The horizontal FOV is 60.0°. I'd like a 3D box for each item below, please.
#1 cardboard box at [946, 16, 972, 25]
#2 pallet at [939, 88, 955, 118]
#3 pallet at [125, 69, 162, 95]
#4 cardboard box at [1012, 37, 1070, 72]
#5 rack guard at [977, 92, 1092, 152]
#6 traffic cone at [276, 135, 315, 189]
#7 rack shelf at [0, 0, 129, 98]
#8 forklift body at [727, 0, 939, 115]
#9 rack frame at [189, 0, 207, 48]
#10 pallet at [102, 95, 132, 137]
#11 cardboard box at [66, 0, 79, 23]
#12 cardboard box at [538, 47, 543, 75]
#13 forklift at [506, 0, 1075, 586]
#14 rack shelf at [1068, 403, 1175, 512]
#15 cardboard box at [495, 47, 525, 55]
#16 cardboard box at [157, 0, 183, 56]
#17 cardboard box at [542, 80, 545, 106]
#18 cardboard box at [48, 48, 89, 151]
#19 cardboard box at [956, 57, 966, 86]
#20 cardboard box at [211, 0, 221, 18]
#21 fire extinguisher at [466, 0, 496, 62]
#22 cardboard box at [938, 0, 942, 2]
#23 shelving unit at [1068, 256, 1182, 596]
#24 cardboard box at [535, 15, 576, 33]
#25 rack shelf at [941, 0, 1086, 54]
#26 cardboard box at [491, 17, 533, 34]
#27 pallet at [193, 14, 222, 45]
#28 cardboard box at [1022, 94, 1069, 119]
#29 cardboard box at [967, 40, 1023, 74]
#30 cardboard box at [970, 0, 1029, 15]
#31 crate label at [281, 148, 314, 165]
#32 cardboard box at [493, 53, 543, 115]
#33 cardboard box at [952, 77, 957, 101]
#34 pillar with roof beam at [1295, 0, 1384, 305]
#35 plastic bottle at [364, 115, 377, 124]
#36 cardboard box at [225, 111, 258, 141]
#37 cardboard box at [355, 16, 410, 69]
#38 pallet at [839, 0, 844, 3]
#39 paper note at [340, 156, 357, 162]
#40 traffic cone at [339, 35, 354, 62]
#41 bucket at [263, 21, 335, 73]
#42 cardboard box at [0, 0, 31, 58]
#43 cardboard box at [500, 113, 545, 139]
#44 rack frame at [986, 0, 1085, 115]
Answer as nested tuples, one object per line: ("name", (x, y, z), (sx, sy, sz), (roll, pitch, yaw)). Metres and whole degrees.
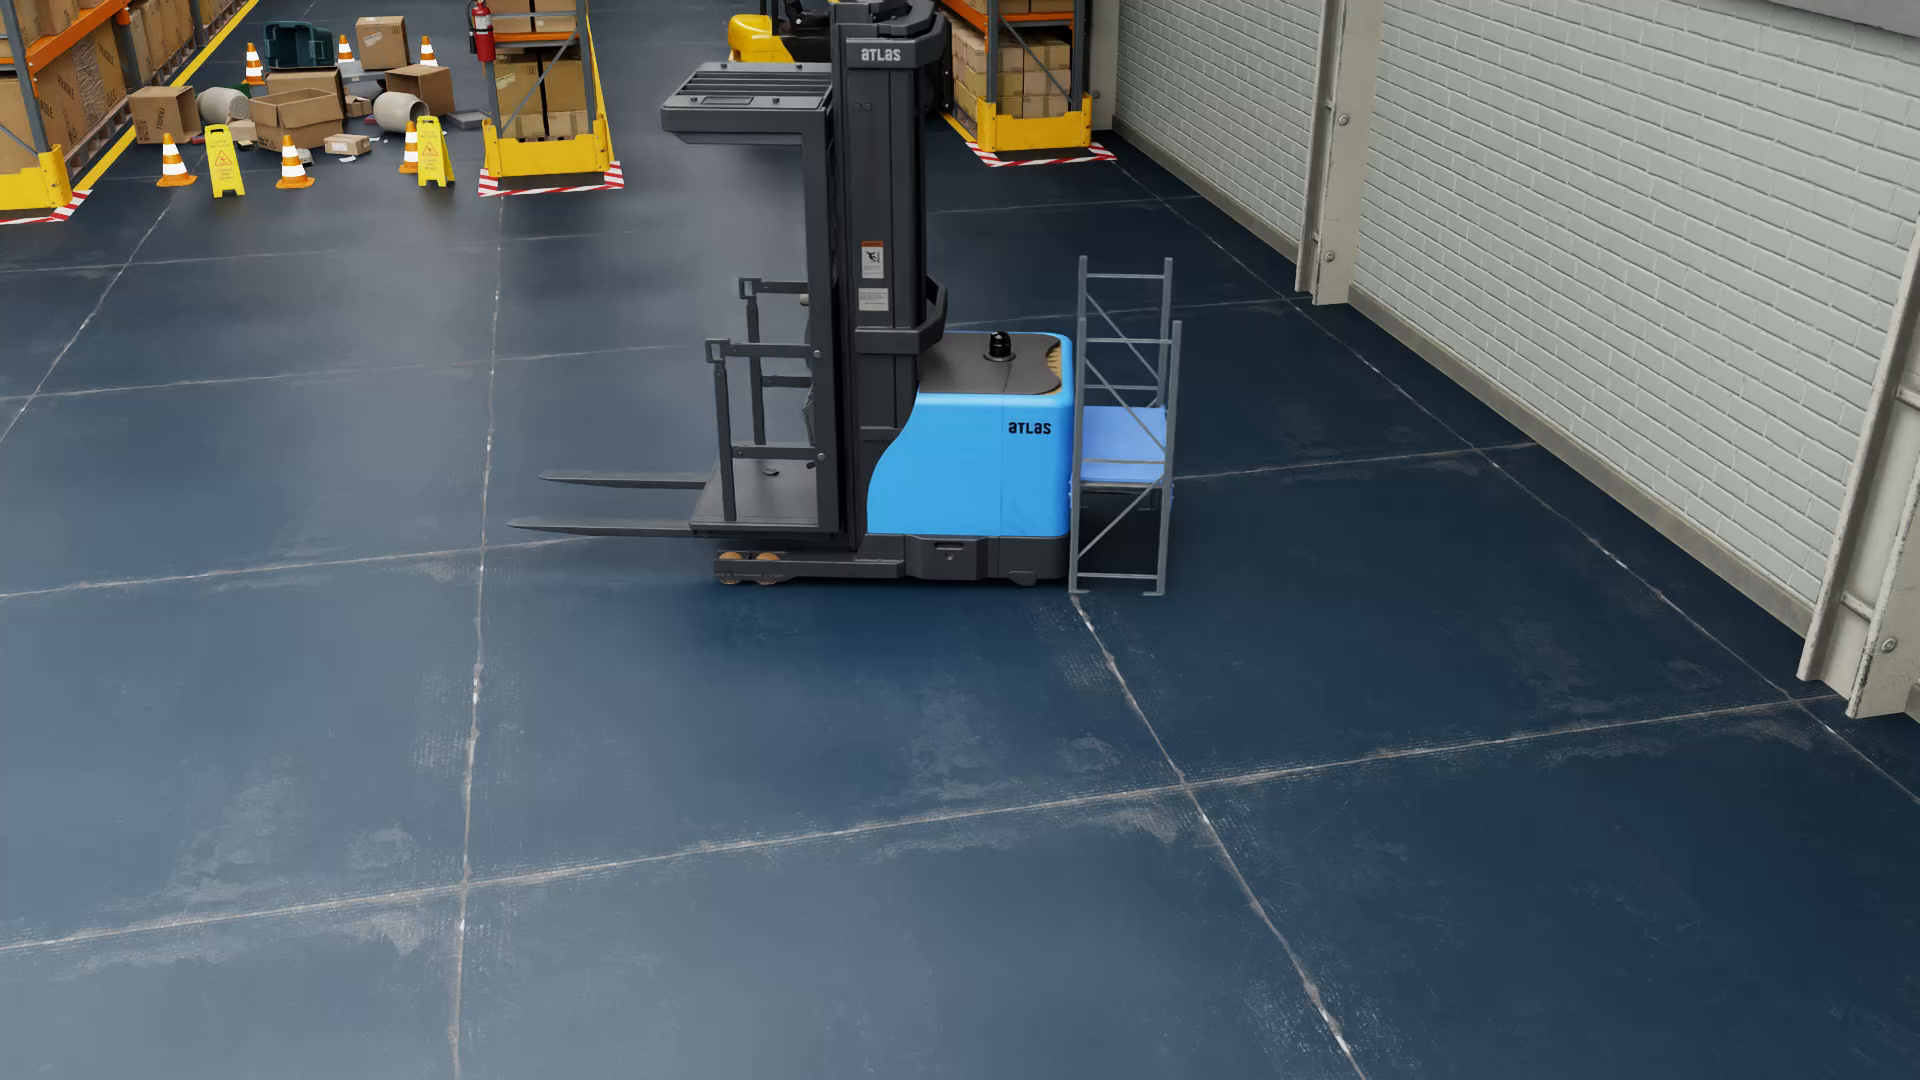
("cardboard box", (0.014, -5.736, 18.762), (0.500, 0.250, 0.500), (-7, 28, -13))
("pallet", (0.288, -5.113, 19.146), (1.003, 0.211, 1.213), (-6, 27, -12))
("pallet", (-10.011, -5.282, 19.480), (1.003, 0.211, 1.213), (-6, 27, -12))
("cardboard box", (0.849, -5.129, 17.558), (0.500, 0.250, 0.500), (-6, 27, -12))
("rack guard", (0.778, -4.366, 17.345), (1.175, 0.500, 0.348), (-6, 27, -12))
("traffic cone", (-6.421, -3.650, 15.968), (0.336, 0.463, 0.334), (-6, 27, -12))
("rack shelf", (-9.313, -4.996, 16.618), (1.077, 0.370, 4.000), (-6, 27, -12))
("forklift body", (-1.432, -5.760, 18.276), (2.313, 2.155, 1.214), (-6, 27, -12))
("rack frame", (-10.665, -7.951, 21.675), (1.000, 3.000, 0.127), (-6, 27, -12))
("pallet", (-9.669, -4.609, 18.147), (1.003, 0.211, 1.213), (-6, 27, -12))
("cardboard box", (-9.299, -5.391, 16.435), (0.875, 0.550, 0.500), (-6, 27, -12))
("cardboard box", (-4.847, -5.289, 18.153), (0.500, 0.500, 0.500), (-5, 27, -9))
("forklift", (-0.906, -1.306, 8.586), (3.031, 2.935, 1.130), (1, 27, 3))
("rack shelf", (0.855, -0.458, 8.892), (0.538, 0.185, 1.000), (2, 27, 4))
("cardboard box", (-4.645, -5.050, 16.960), (0.380, 0.149, 0.250), (-5, 27, -10))
("cardboard box", (-10.415, -6.475, 20.780), (1.050, 0.750, 0.750), (-6, 27, -11))
("cardboard box", (-4.841, -4.950, 18.314), (0.500, 0.250, 0.500), (-6, 27, -12))
("cardboard box", (-9.280, -4.355, 16.442), (0.875, 0.875, 0.875), (-6, 27, -12))
("cardboard box", (0.256, -5.079, 18.013), (0.500, 0.250, 0.500), (-6, 27, -12))
("cardboard box", (-10.693, -7.580, 23.247), (0.500, 0.500, 0.500), (-6, 27, -11))
("fire extinguisher", (-4.486, -4.855, 15.626), (0.296, 0.674, 0.183), (-6, 27, -12))
("cardboard box", (-0.325, -6.410, 20.097), (0.500, 0.250, 0.500), (-6, 27, -12))
("shelving unit", (0.855, -0.619, 8.811), (0.538, 1.500, 1.048), (2, 27, 4))
("cardboard box", (-3.937, -5.044, 16.194), (0.380, 0.149, 0.250), (-6, 27, -11))
("rack shelf", (0.322, -6.049, 18.704), (1.077, 0.370, 4.000), (-6, 27, -12))
("cardboard box", (-4.355, -5.017, 16.139), (0.380, 0.149, 0.250), (-5, 27, -10))
("pallet", (-10.840, -7.050, 22.983), (1.003, 0.211, 1.213), (-6, 27, -12))
("cardboard box", (0.853, -4.688, 17.794), (0.500, 0.250, 0.500), (-6, 27, -11))
("cardboard box", (0.365, -5.069, 17.440), (0.500, 0.250, 0.500), (-5, 27, -10))
("cardboard box", (0.406, -5.726, 17.155), (0.500, 0.500, 0.500), (-7, 28, -13))
("crate label", (-6.659, -3.843, 16.712), (0.250, 0.136, 0.298), (-23, 35, -38))
("cardboard box", (-4.497, -4.606, 16.801), (0.500, 0.500, 0.500), (-6, 27, -11))
("cardboard box", (0.152, -5.066, 18.544), (0.500, 0.250, 0.500), (-6, 27, -11))
("pillar with roof beam", (-1.348, -5.496, 10.153), (9.100, 9.000, 0.400), (-6, 27, -12))
("plastic bottle", (-6.500, -4.674, 18.442), (0.133, 0.061, 0.283), (-1, 27, -3))
("cardboard box", (-7.582, -4.407, 17.687), (0.396, 0.266, 0.258), (-1, 27, -3))
("cardboard box", (-6.691, -5.771, 19.288), (0.500, 0.500, 0.500), (-6, 27, -12))
("pallet", (-1.433, -8.625, 26.105), (1.003, 0.211, 1.213), (-6, 27, -12))
("paper note", (-6.215, -3.874, 16.891), (0.148, 0.019, 0.142), (-16, 31, -29))
("traffic cone", (-7.647, -6.038, 20.699), (0.336, 0.463, 0.334), (-6, 27, -12))
("bucket", (-7.487, -5.587, 18.936), (0.726, 0.611, 0.620), (3, 17, 6))
("cardboard box", (-8.990, -4.665, 14.997), (0.875, 0.550, 0.550), (-6, 27, -12))
("cardboard box", (-4.512, -4.285, 16.995), (0.500, 0.250, 0.500), (-6, 27, -12))
("rack frame", (0.773, -5.492, 16.802), (1.000, 3.000, 0.127), (-6, 27, -12))
